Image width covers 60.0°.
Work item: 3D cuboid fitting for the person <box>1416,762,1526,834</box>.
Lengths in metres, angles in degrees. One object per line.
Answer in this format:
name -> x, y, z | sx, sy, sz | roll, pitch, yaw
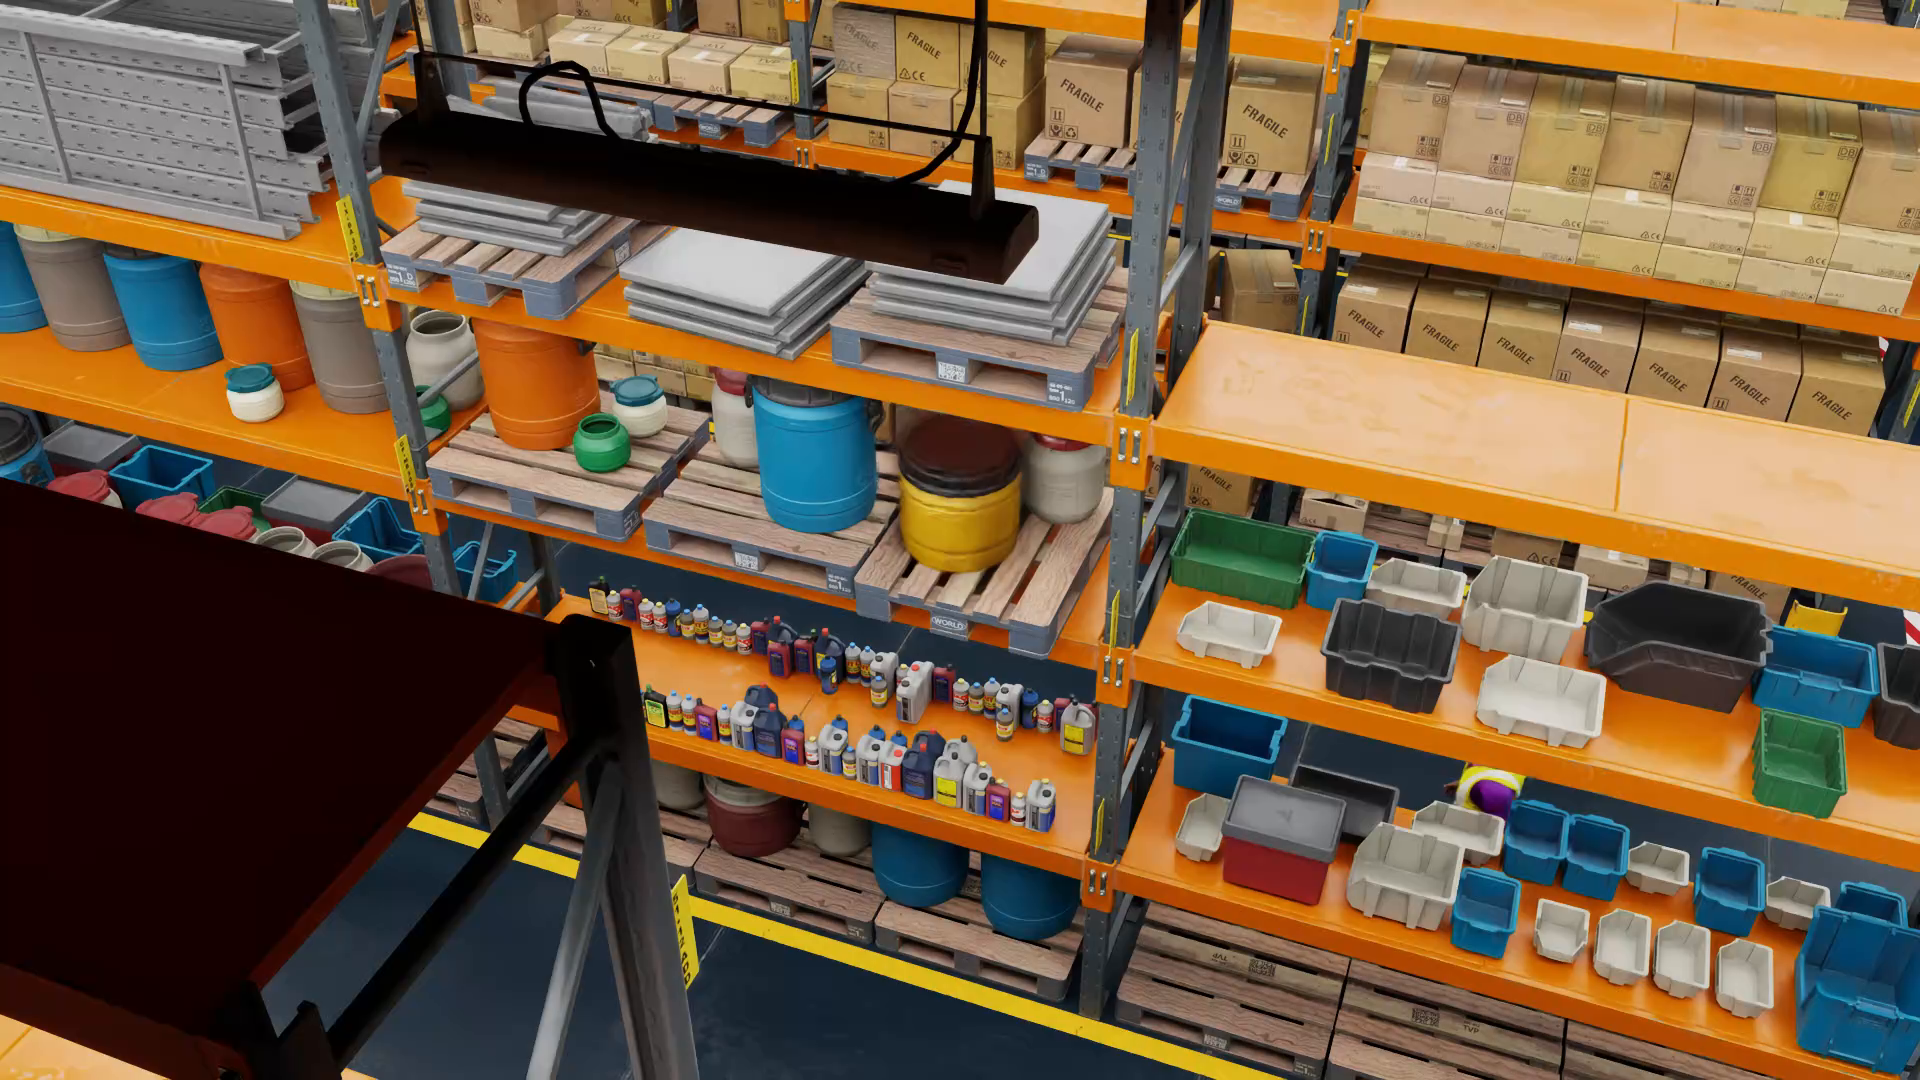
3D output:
person -> 2.969, 1.551, 9.542 | 1.092, 1.557, 0.596 | 26, 44, 31
